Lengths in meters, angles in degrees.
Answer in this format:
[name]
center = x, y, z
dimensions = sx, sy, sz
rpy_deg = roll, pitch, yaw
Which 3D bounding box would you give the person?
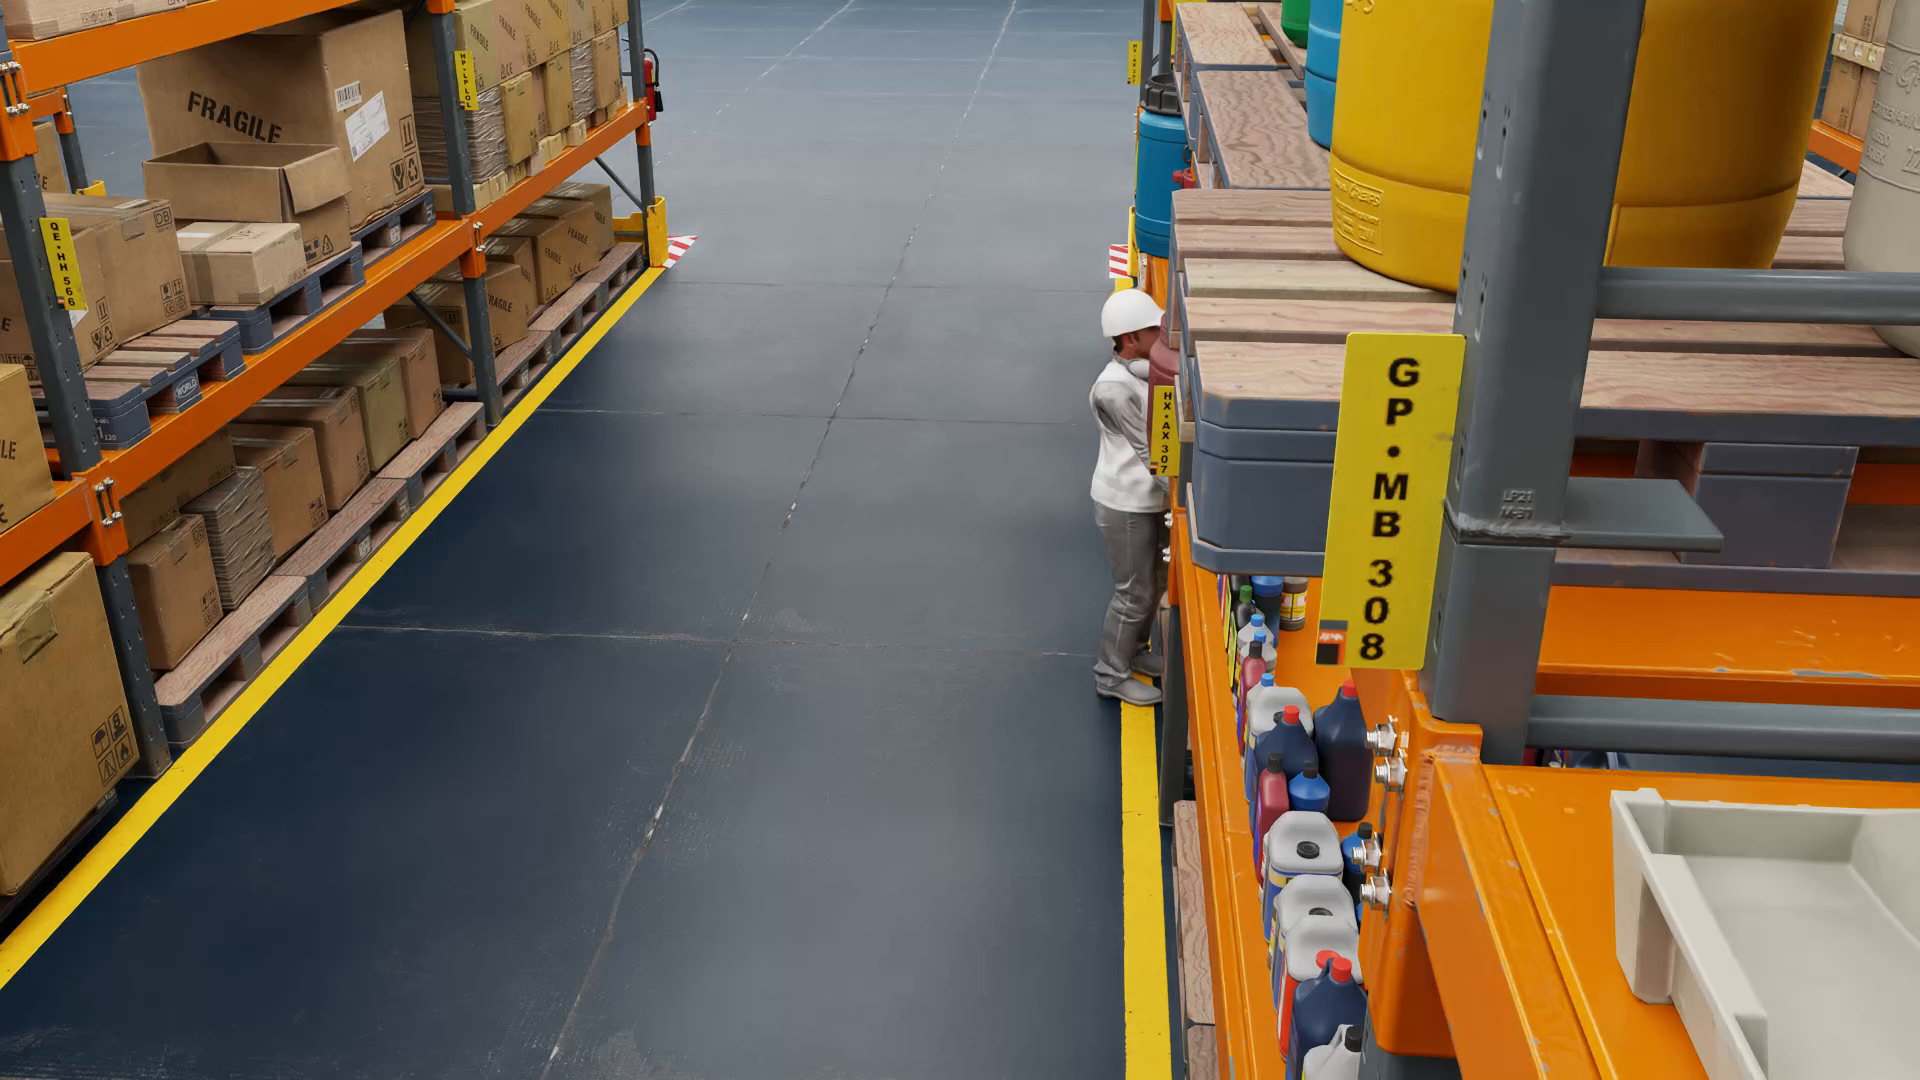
[person]
center = 0.837, -0.169, 6.957
dimensions = 0.560, 1.762, 0.494
rpy_deg = 10, 26, 21
